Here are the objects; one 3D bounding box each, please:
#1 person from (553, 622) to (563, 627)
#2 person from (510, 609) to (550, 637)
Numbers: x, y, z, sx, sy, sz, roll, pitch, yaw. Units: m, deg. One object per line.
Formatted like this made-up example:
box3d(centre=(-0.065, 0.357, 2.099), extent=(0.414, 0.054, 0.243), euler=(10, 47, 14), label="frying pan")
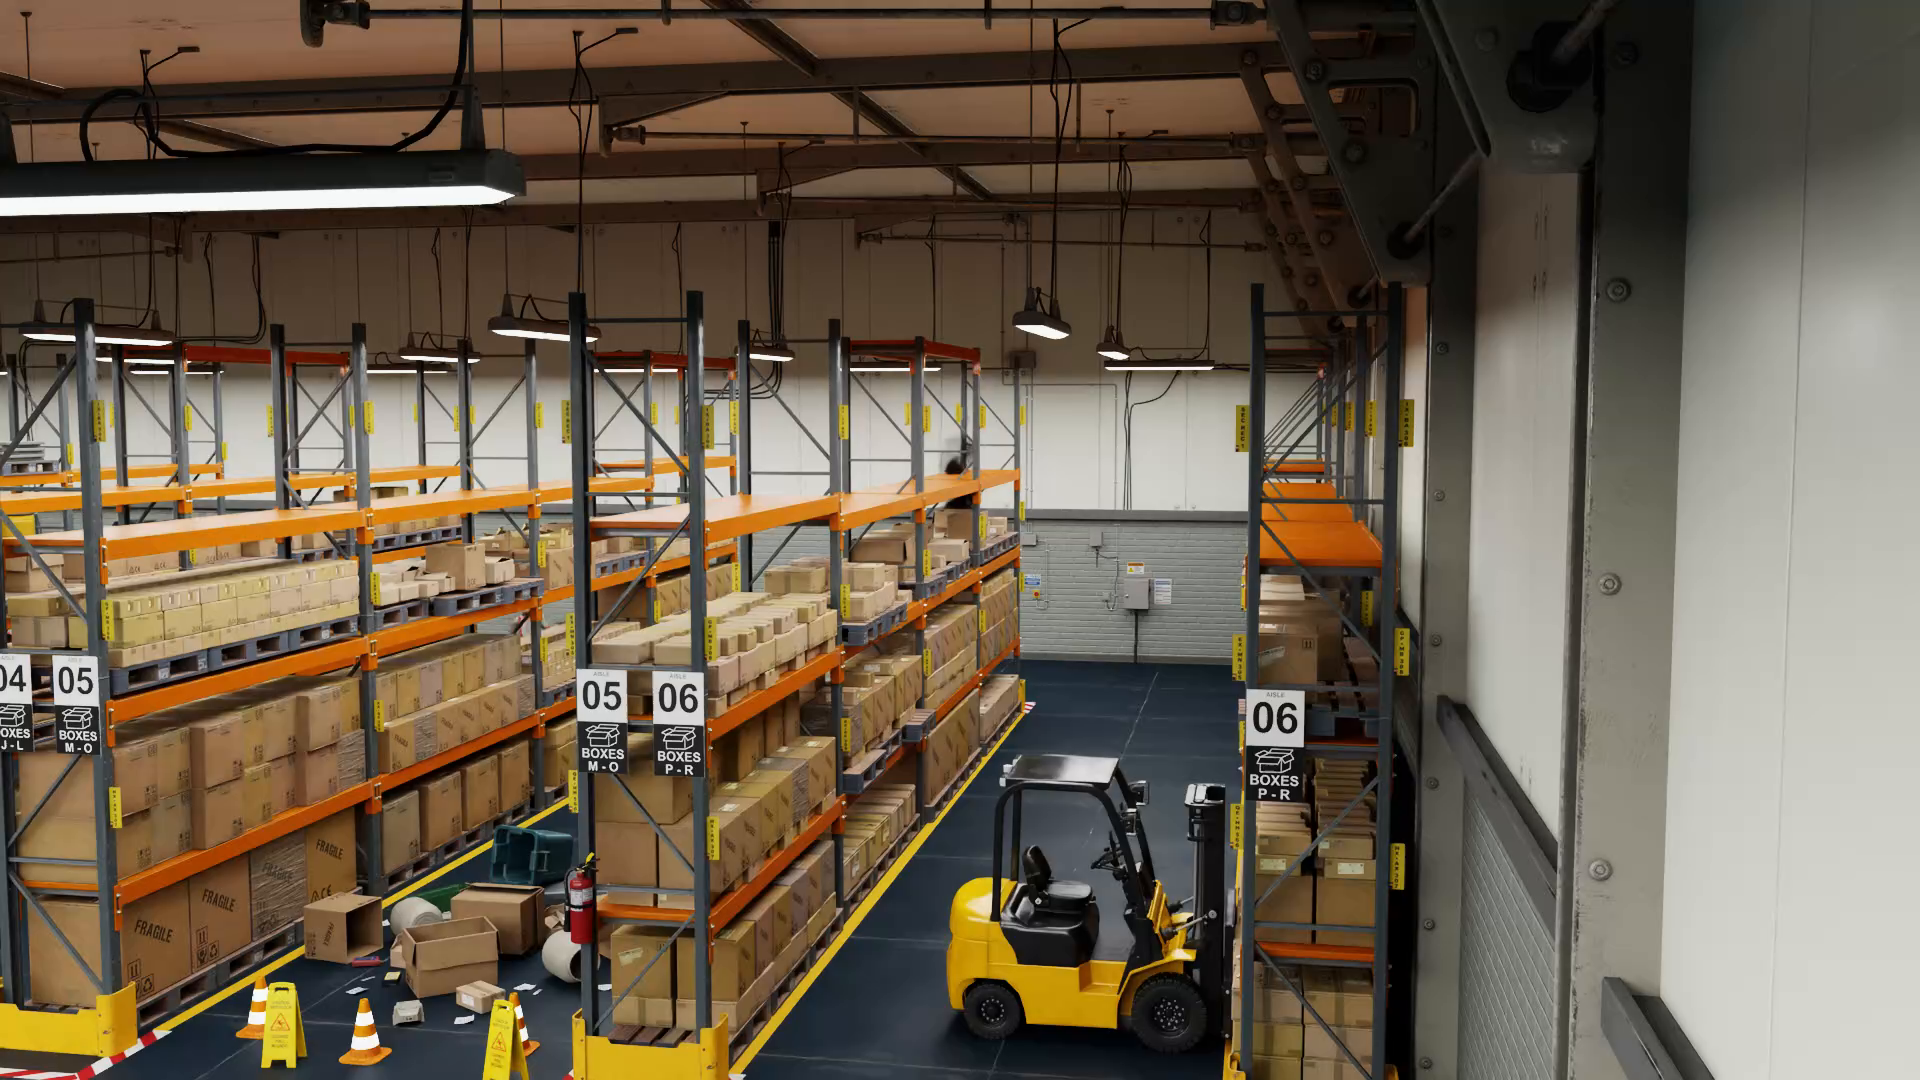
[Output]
box3d(centre=(-6.558, 2.206, 27.373), extent=(0.583, 1.531, 0.628), euler=(2, 5, 18), label="person")
box3d(centre=(-7.597, 1.925, 29.358), extent=(0.720, 1.742, 0.805), euler=(-1, 5, -7), label="person")
